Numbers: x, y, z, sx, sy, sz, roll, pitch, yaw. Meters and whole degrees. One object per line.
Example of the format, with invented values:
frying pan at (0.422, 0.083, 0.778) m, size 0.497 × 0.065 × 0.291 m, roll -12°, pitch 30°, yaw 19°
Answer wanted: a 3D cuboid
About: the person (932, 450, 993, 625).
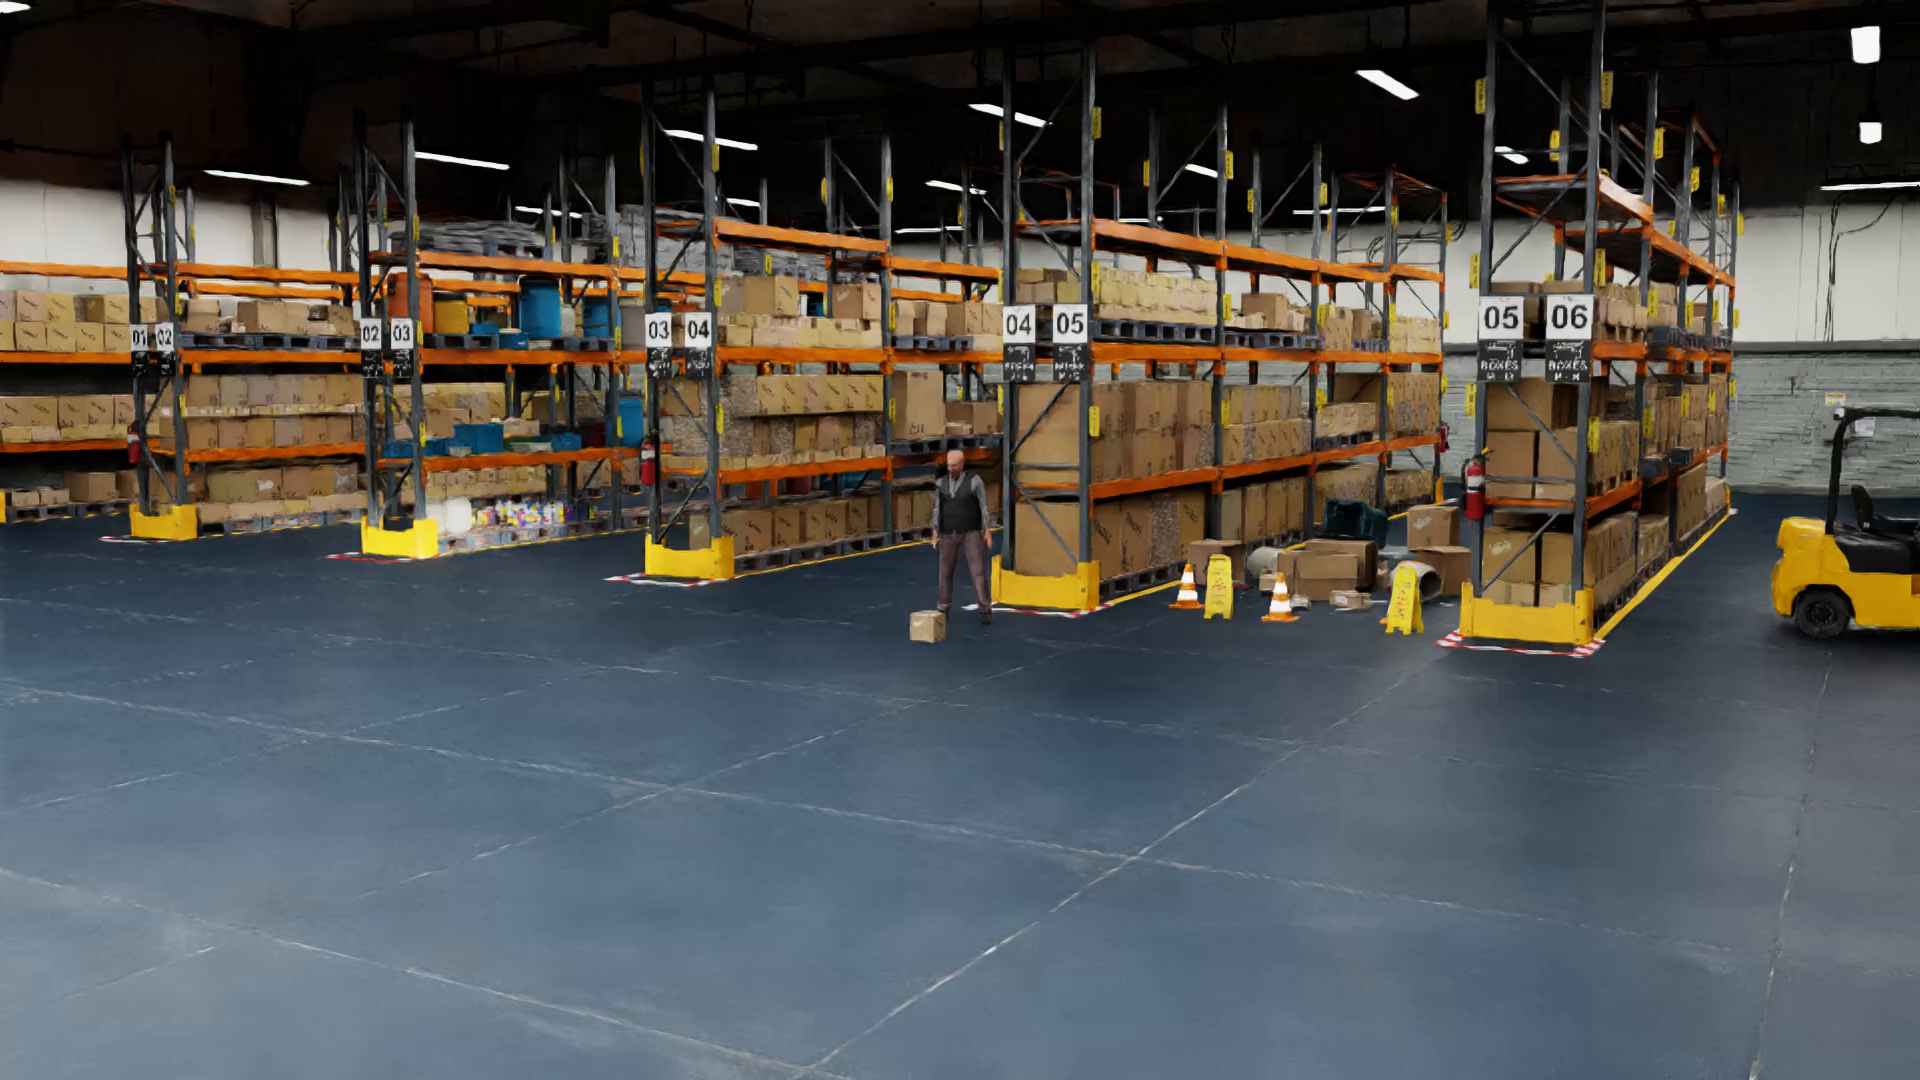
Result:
person at (0.023, -0.036, 16.431) m, size 0.703 × 1.714 × 0.468 m, roll 2°, pitch 6°, yaw 19°
